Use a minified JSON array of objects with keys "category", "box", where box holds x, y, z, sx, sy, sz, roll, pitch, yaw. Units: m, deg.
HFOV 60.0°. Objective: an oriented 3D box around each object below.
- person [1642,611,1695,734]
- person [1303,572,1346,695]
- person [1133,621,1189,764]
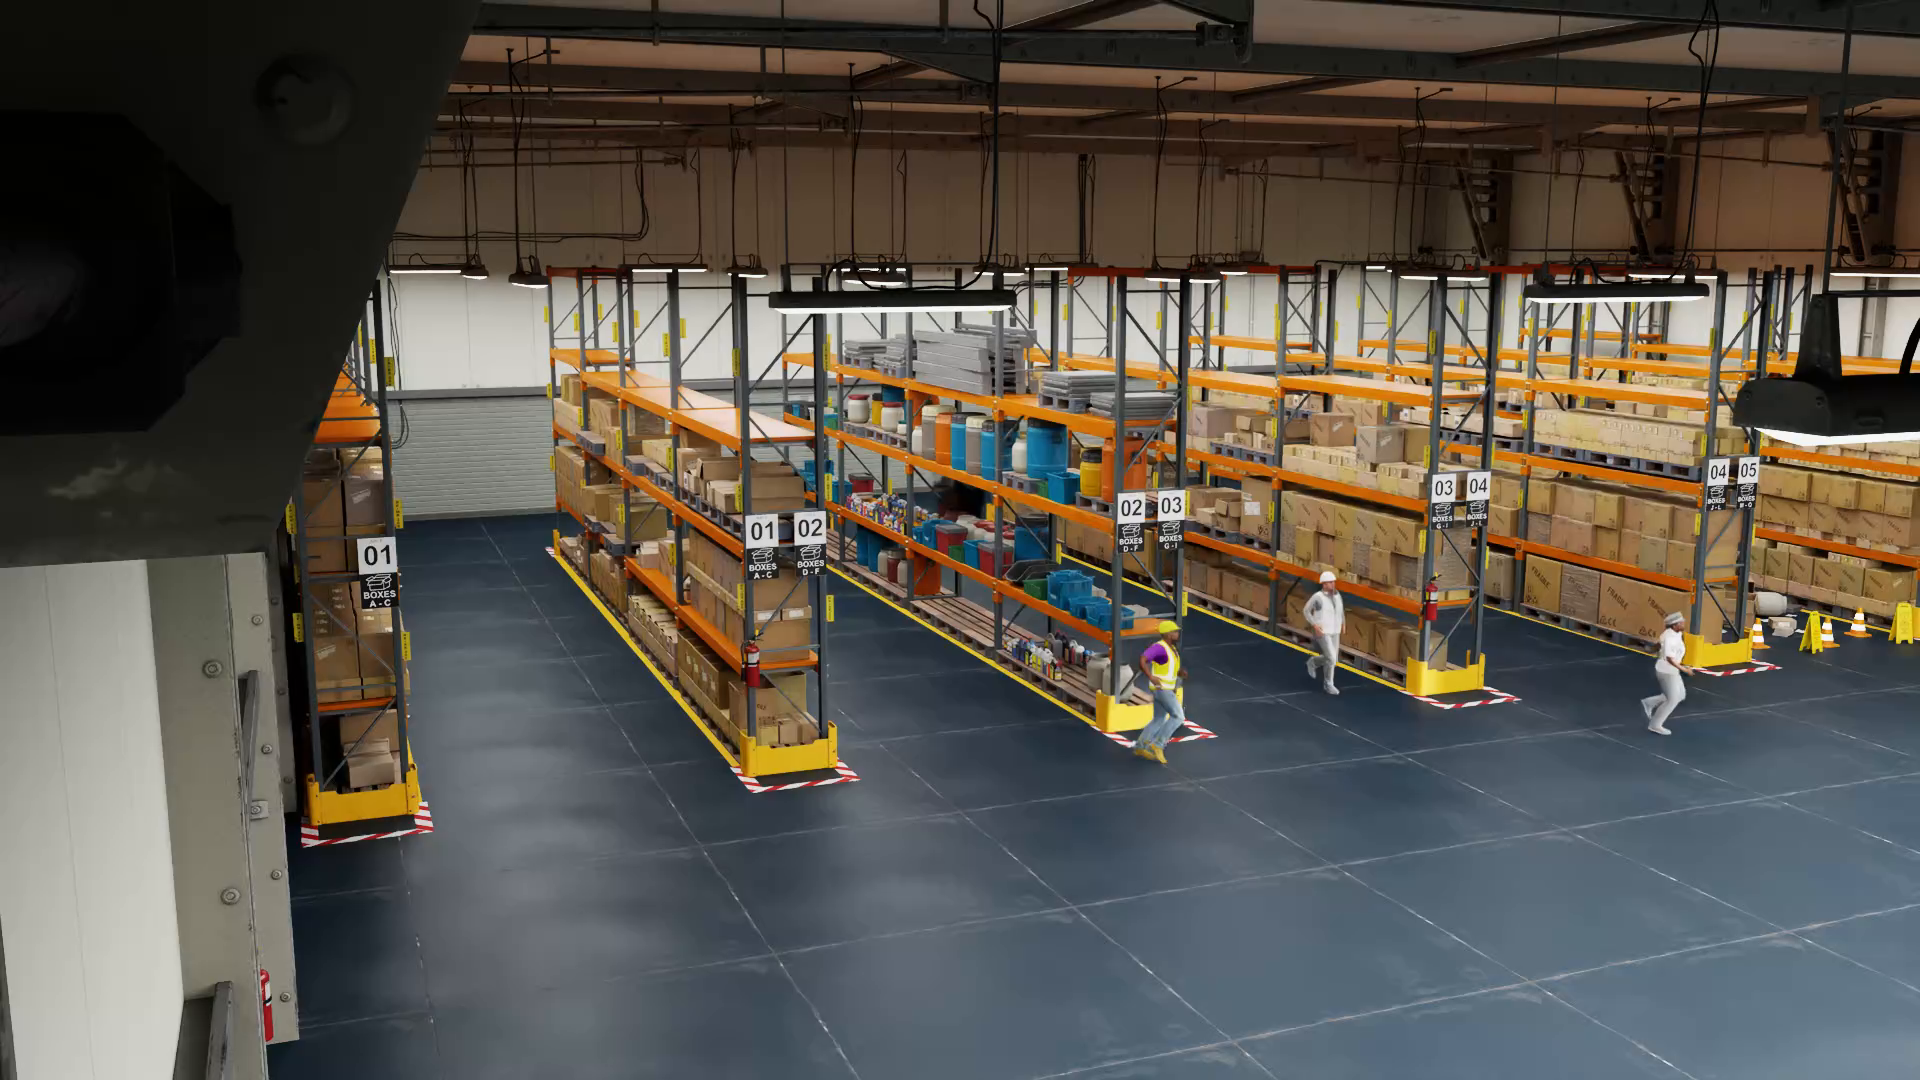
[{"category":"person","box":[9.393,1.742,21.959,0.571,1.667,0.599,4,11,22]},{"category":"person","box":[5.269,1.312,24.128,0.677,1.751,0.767,-6,11,-30]},{"category":"person","box":[2.538,1.883,20.893,0.656,1.753,0.713,2,10,14]}]
